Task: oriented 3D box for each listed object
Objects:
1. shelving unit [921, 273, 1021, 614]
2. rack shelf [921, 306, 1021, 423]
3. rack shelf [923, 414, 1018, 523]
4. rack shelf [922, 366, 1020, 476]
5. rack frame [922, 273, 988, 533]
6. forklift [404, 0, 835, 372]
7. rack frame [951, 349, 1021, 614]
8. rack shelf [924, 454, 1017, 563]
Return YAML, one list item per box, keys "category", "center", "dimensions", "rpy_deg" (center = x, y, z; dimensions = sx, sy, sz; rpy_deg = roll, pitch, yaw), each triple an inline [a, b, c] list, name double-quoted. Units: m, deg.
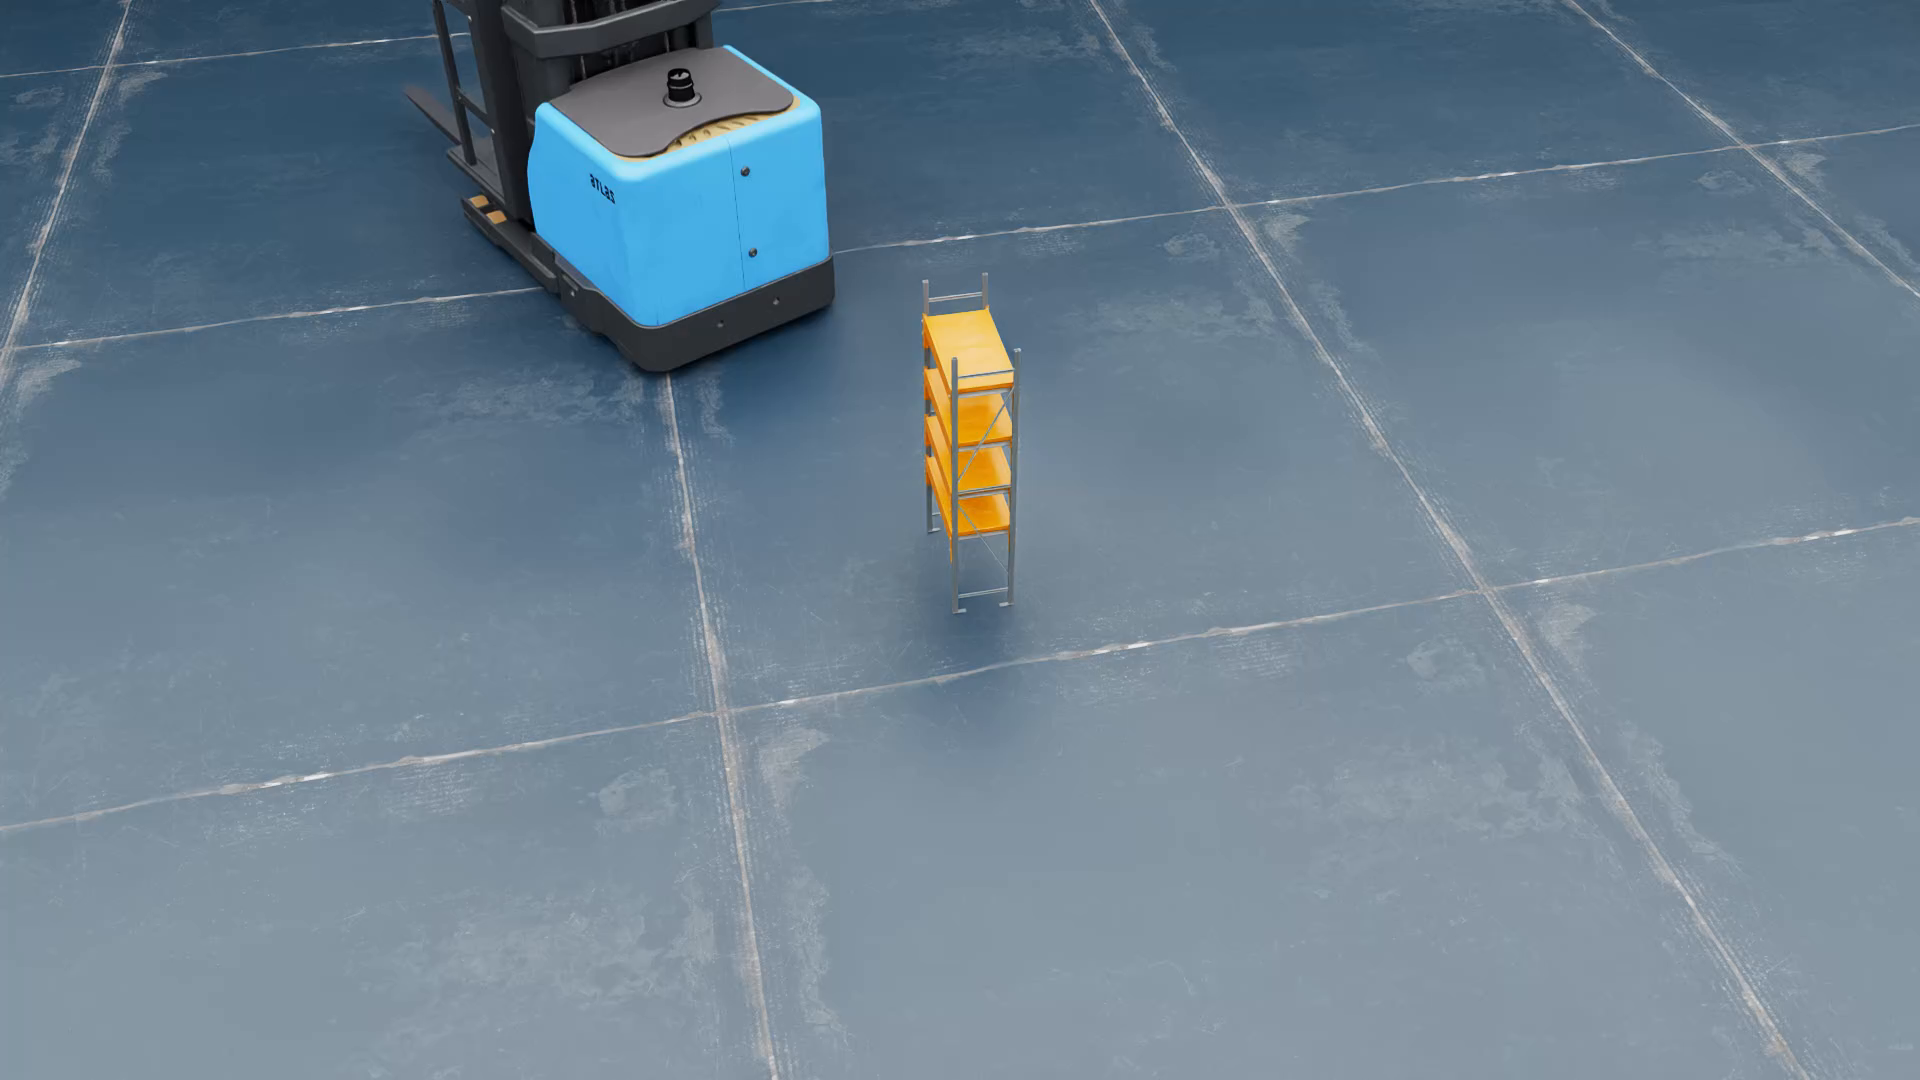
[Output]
- category: "shelving unit"
  center: [0.036, -0.341, 6.231]
  dimensions: [0.258, 1.200, 0.503]
  rpy_deg: [-8, 42, -9]
- category: "rack shelf"
  center: [0.036, -0.635, 5.970]
  dimensions: [0.258, 0.148, 0.480]
  rpy_deg: [-8, 42, -9]
- category: "rack shelf"
  center: [0.036, -0.291, 6.275]
  dimensions: [0.258, 0.148, 0.480]
  rpy_deg: [-8, 42, -9]
- category: "rack shelf"
  center: [0.036, -0.458, 6.127]
  dimensions: [0.258, 0.148, 0.480]
  rpy_deg: [-8, 42, -9]
- category: "rack frame"
  center: [-0.017, -0.500, 6.409]
  dimensions: [0.240, 1.200, 0.015]
  rpy_deg: [-8, 42, -9]
- category: "forklift"
  center: [-1.896, -2.778, 7.671]
  dimensions: [1.130, 2.935, 3.031]
  rpy_deg: [-27, 48, -27]
- category: "rack frame"
  center: [0.088, -0.183, 6.053]
  dimensions: [0.240, 1.200, 0.015]
  rpy_deg: [-8, 42, -9]
- category: "rack shelf"
  center: [0.036, -0.143, 6.407]
  dimensions: [0.258, 0.148, 0.480]
  rpy_deg: [-8, 42, -9]
